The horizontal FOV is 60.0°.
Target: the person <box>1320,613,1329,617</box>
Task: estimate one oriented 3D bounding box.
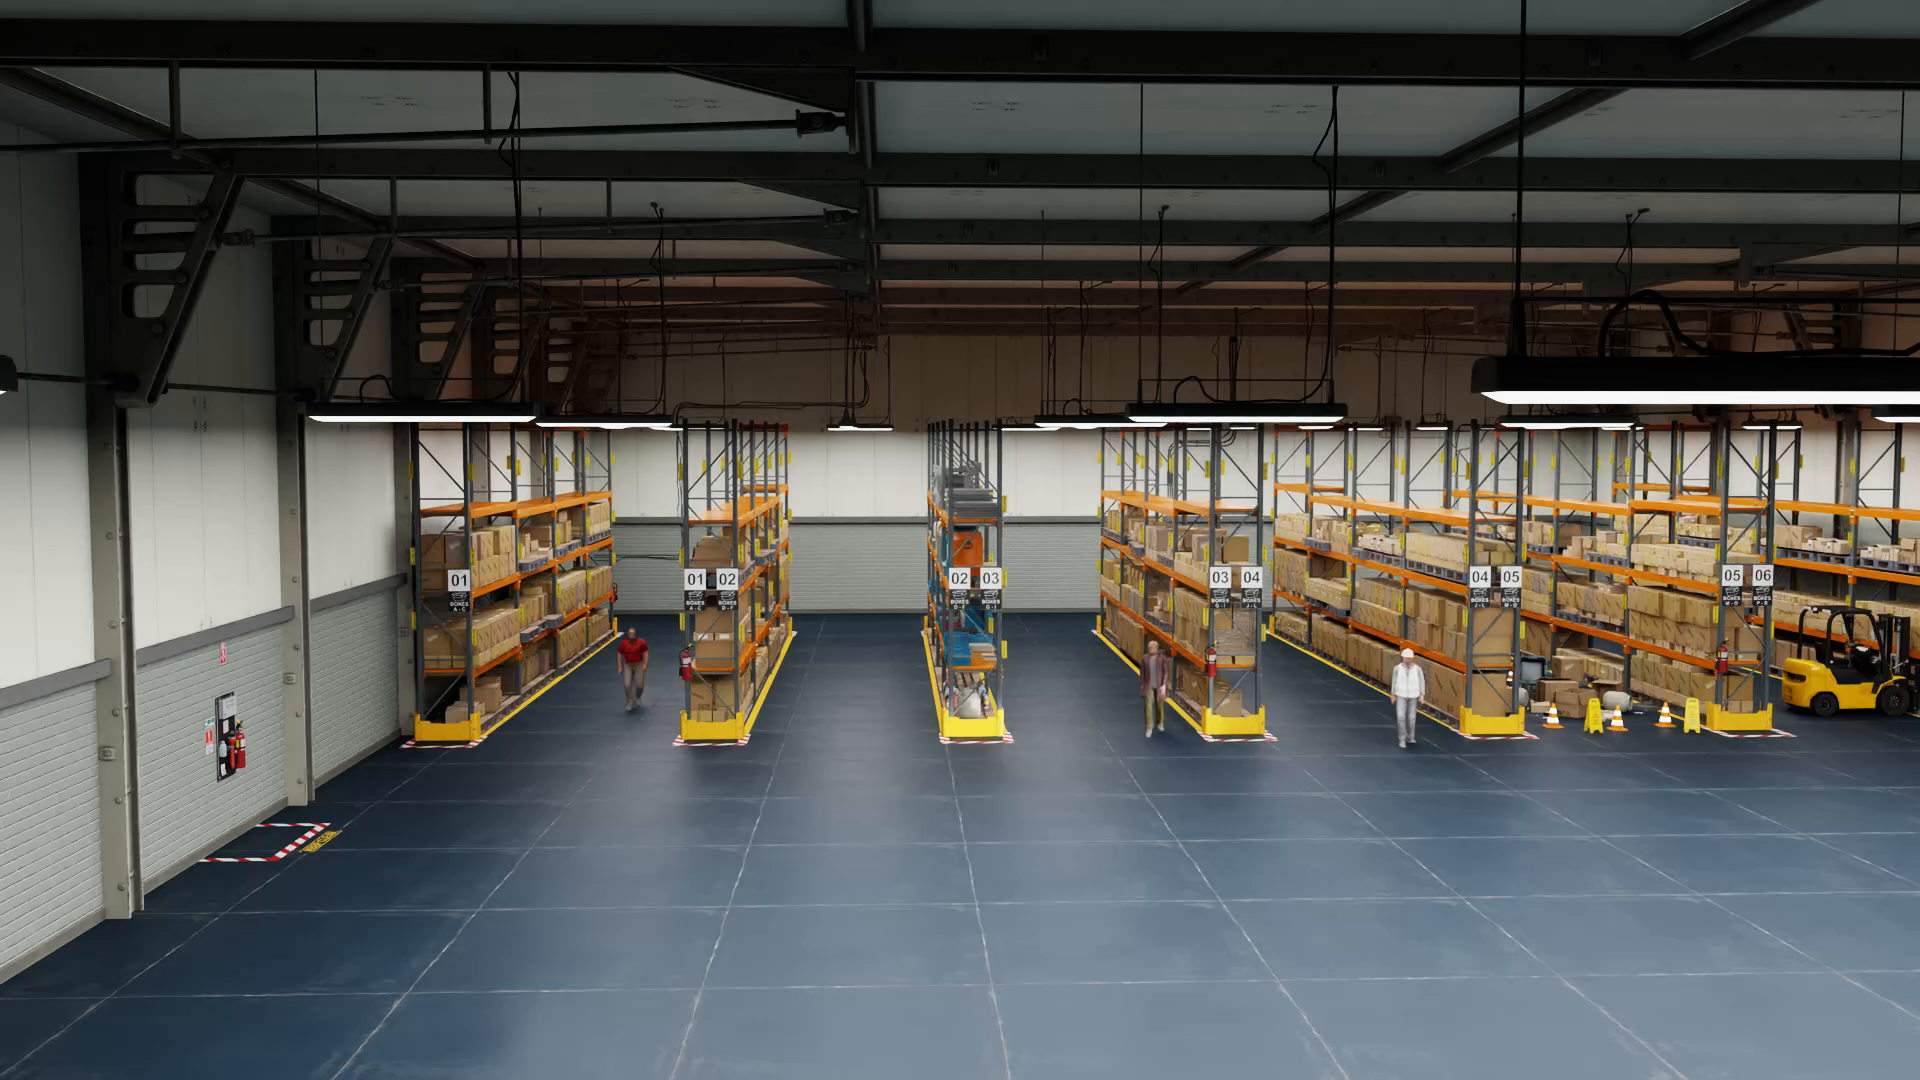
[{"bbox_3d":[11.093,1.710,50.403,0.940,1.548,0.559,-3,4,-34],"label":"person"}]

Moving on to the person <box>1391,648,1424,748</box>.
[{"bbox_3d":[8.227,2.891,30.548,0.582,1.799,0.612,1,4,15],"label":"person"}]

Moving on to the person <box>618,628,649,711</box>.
[{"bbox_3d":[-6.808,2.661,34.657,0.636,1.714,0.619,0,4,-5],"label":"person"}]

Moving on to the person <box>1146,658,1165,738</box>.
[{"bbox_3d":[3.693,2.943,31.658,0.548,1.532,0.870,1,4,16],"label":"person"}]
